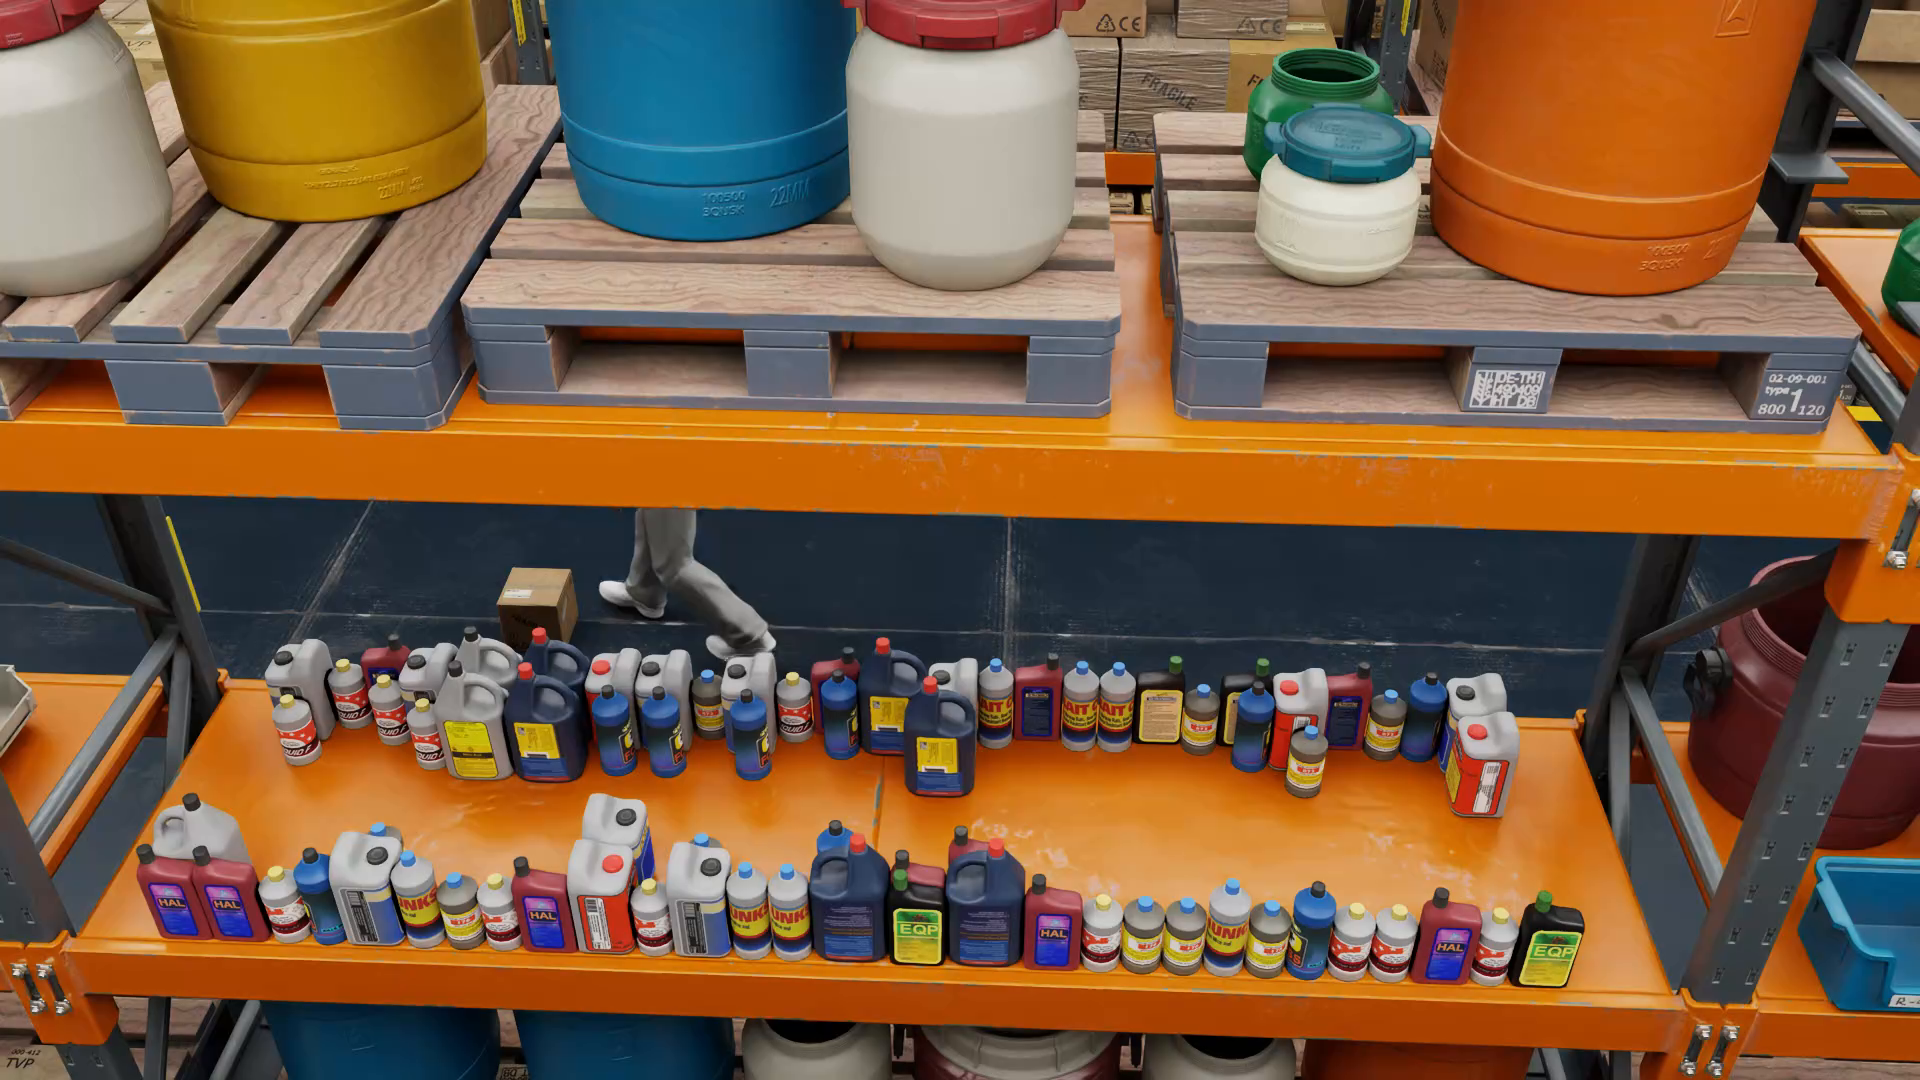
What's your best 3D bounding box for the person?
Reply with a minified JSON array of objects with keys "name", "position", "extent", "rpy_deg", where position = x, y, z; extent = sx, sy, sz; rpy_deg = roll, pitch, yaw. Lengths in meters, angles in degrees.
[{"name":"person","position":[-1.142,-0.263,6.511],"extent":[0.911,1.626,0.444],"rpy_deg":[11,37,14]}]
